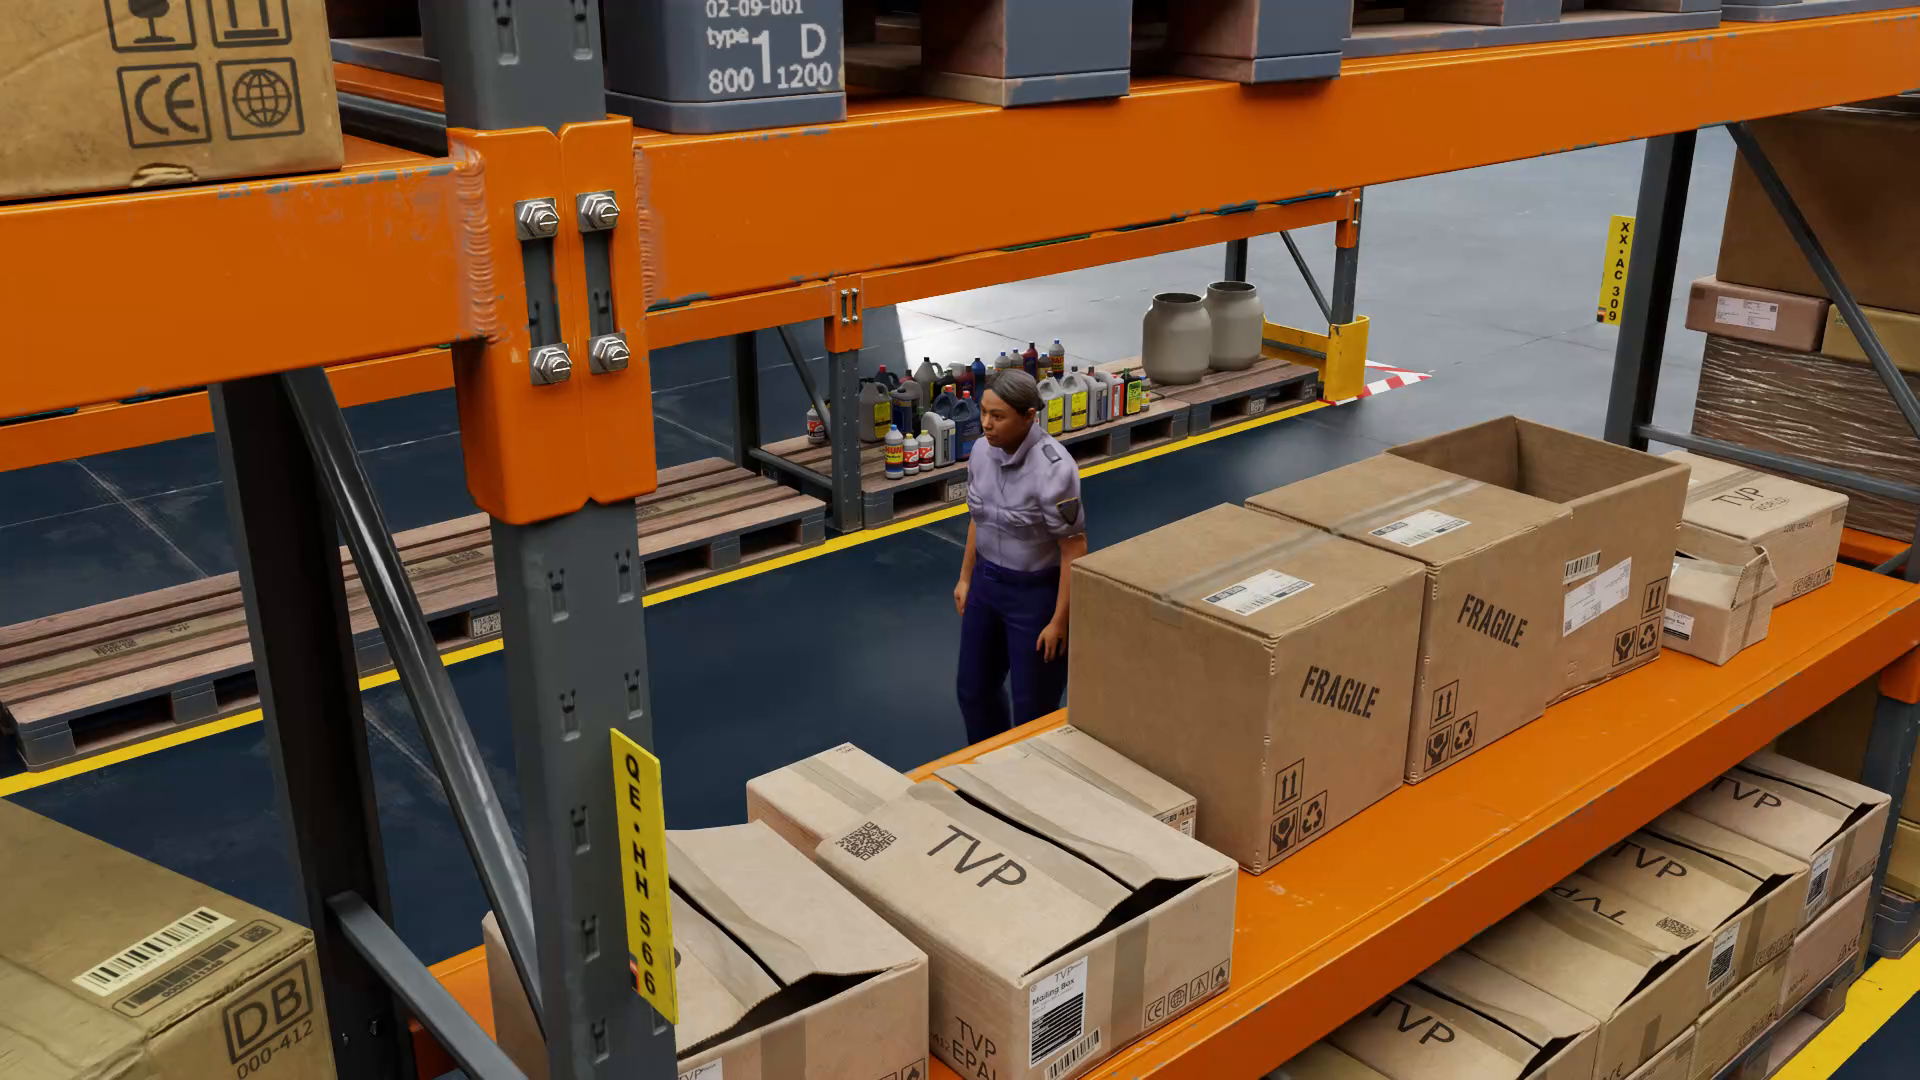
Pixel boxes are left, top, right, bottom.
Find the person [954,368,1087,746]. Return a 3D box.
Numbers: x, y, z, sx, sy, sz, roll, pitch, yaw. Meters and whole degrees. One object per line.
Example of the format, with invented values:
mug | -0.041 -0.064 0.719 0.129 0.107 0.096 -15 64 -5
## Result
person | 0.192 0.219 5.545 0.371 1.638 0.538 -17 27 -37
